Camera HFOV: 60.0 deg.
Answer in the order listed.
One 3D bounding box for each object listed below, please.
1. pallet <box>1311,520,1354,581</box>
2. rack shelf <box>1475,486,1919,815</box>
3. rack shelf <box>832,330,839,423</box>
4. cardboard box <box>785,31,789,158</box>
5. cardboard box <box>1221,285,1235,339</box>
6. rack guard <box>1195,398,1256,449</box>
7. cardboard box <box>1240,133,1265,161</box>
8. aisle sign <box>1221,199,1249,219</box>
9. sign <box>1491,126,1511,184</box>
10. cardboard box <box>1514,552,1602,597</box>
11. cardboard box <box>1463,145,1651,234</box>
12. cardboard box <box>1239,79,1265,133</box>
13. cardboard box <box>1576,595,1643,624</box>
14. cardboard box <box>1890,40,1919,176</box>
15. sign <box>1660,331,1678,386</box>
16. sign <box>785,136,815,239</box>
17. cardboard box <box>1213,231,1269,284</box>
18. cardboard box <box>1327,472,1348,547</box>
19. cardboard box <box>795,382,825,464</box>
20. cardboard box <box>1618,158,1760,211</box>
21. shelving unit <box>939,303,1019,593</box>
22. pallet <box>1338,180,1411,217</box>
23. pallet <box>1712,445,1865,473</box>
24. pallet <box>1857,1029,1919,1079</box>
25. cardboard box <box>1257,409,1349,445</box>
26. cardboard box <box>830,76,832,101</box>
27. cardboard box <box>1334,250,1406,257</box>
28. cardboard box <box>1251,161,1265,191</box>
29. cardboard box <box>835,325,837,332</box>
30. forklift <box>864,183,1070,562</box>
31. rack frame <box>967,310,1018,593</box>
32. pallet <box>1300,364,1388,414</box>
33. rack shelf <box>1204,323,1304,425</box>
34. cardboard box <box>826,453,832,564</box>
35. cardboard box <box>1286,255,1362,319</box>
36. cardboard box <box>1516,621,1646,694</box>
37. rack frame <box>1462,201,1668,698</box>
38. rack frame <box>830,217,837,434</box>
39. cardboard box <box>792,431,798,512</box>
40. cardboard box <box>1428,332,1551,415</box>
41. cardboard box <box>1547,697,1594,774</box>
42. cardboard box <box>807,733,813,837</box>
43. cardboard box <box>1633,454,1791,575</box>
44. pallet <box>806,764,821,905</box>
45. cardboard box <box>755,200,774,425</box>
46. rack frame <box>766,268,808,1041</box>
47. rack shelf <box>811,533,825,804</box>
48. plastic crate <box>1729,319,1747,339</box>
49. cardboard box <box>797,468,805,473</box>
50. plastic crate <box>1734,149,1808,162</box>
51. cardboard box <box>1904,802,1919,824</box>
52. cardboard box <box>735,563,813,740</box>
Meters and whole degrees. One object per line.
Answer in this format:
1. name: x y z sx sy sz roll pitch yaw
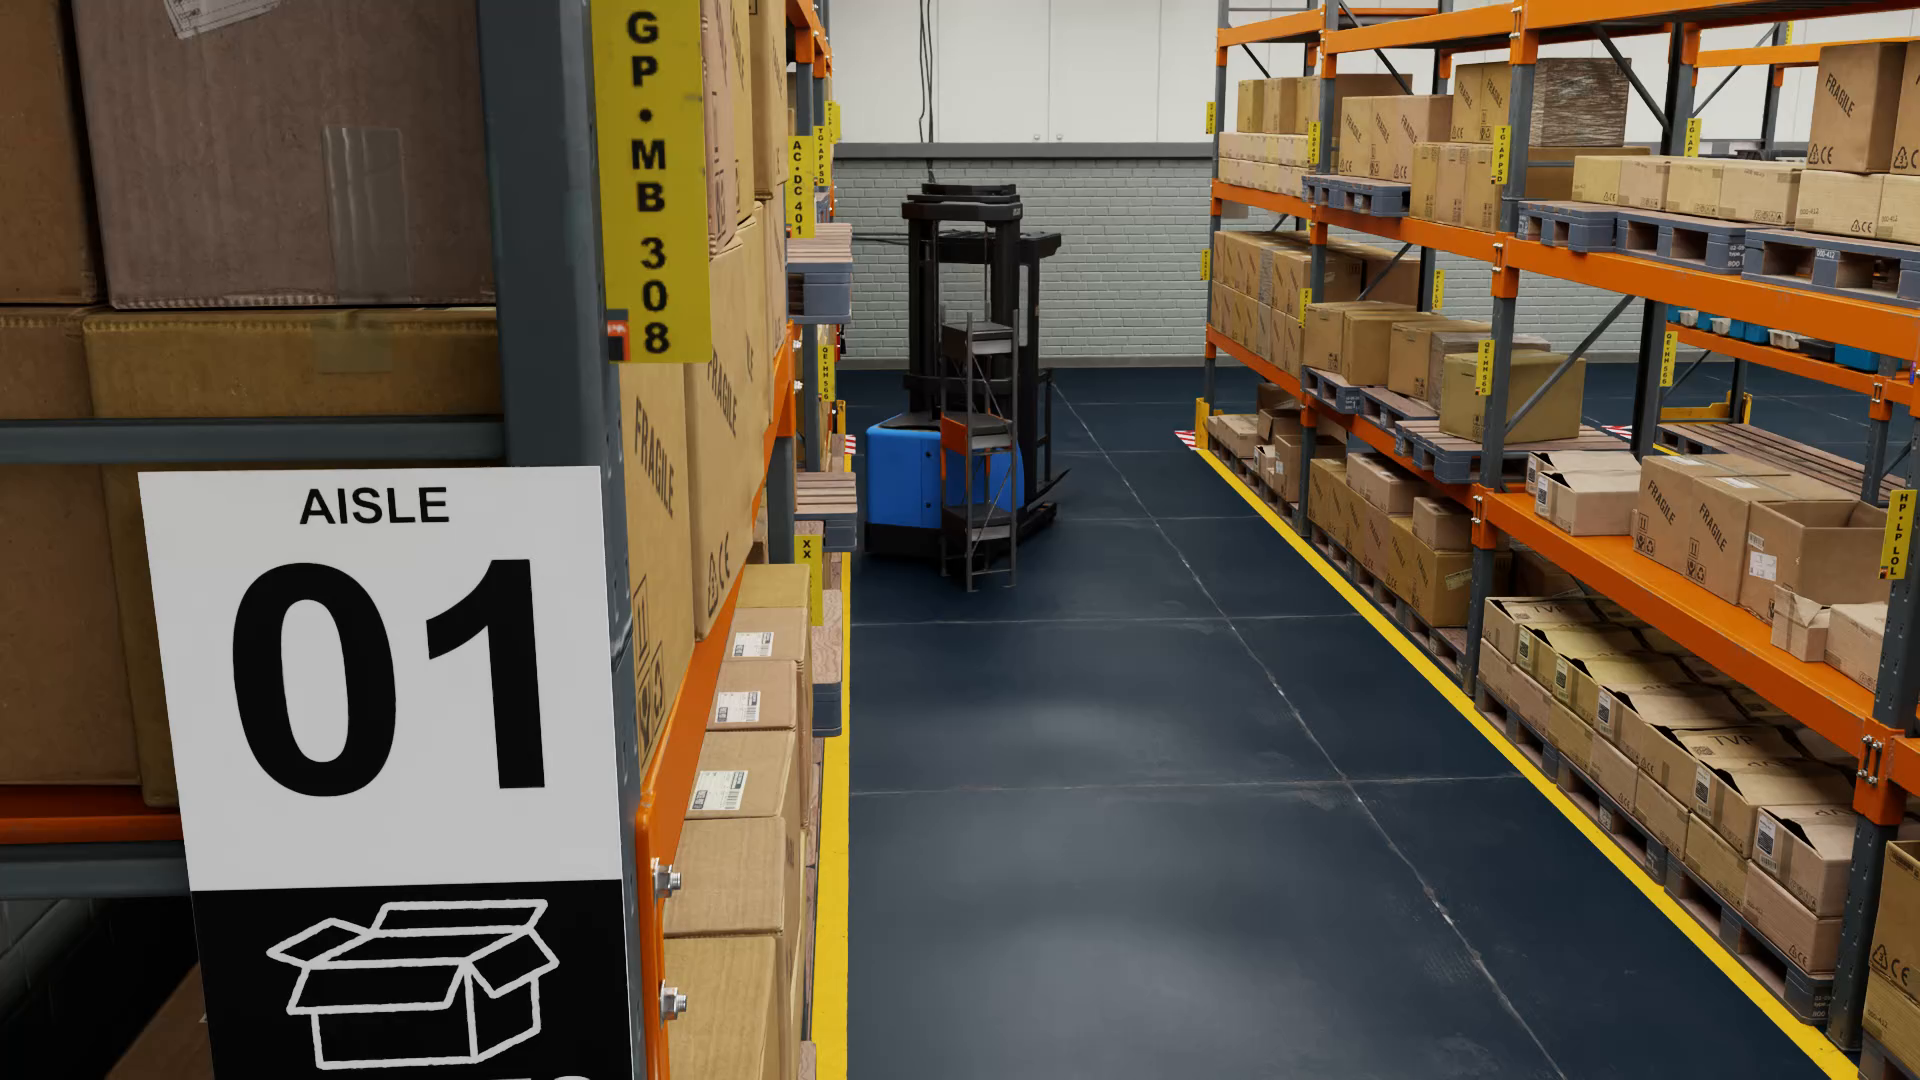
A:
1. pallet: 3.472 0.056 13.386 1.003 0.211 1.213 -1 14 -3
2. rack shelf: 3.755 0.344 8.112 1.077 0.370 4.000 -1 14 -3
3. rack shelf: -1.684 -1.568 15.544 1.077 0.370 4.000 -1 14 -3
4. cardboard box: -0.763 -1.304 4.807 0.500 0.500 0.500 -2 15 -8
5. cardboard box: 2.937 -2.297 16.733 0.500 0.500 0.500 -1 14 -4
6. rack guard: 3.140 -1.262 17.926 1.175 0.500 0.348 -1 14 -3
7. cardboard box: 2.969 -3.733 15.792 0.500 0.250 0.500 -1 14 -3
8. aisle sign: 2.838 -3.763 17.413 0.394 0.787 0.004 -1 14 -3
9. sign: 3.090 -2.197 9.487 0.100 0.325 0.005 -1 14 -3
10. cardboard box: 3.888 0.378 10.669 0.500 0.500 0.500 0 14 -1
11. cardboard box: 3.571 -2.111 9.989 0.910 0.500 0.500 -1 14 -3
12. cardboard box: 3.130 -4.223 16.194 0.700 0.500 0.500 -1 14 -3
13. cardboard box: 3.910 0.482 9.685 0.500 0.311 0.500 -1 14 -2
14. cardboard box: 3.880 -1.607 6.187 0.500 0.500 0.500 -1 14 -3
15. sign: 4.185 -1.072 9.848 0.100 0.325 0.005 -1 14 -3
16. sign: -0.524 -1.143 5.390 0.100 0.325 0.005 -1 14 -3
17. cardboard box: 2.900 -2.909 17.107 0.500 0.500 0.500 0 14 -2
18. cardboard box: 3.214 -0.242 13.082 0.500 0.500 0.500 -1 14 -3
19. cardboard box: -1.087 -0.751 10.088 0.500 0.500 0.500 0 14 -2
20. cardboard box: 3.766 -1.843 8.607 0.500 0.250 0.500 0 14 -2
21. shelving unit: 0.139 -0.697 12.521 0.431 2.100 0.503 -6 16 -23
22. pallet: 3.421 -2.437 11.835 1.213 0.211 1.003 -1 14 -3
23. pallet: 8.165 -0.708 16.354 1.003 0.211 1.213 -1 14 -3
24. pallet: 3.887 2.042 5.665 1.003 0.211 1.213 -1 14 -3
25. cardboard box: 3.262 -0.968 15.894 0.797 0.503 0.637 -1 14 -3
26. cardboard box: -1.430 -3.977 15.195 0.500 0.500 0.500 -2 15 -6
27. cardboard box: 3.603 -2.279 14.656 0.500 0.500 0.500 -1 14 -5
28. cardboard box: 3.002 -3.366 15.371 0.500 0.250 0.500 -1 14 -3
29. cardboard box: -1.767 -2.432 16.858 0.980 0.700 0.700 0 14 -1
30. forklift: 0.212 -1.566 14.232 1.130 2.935 3.031 5 15 19
31. rack frame: 0.237 -0.641 12.305 0.400 2.100 0.015 -6 16 -23
32. pallet: 3.324 -1.203 13.067 1.003 0.211 1.213 -1 14 -3
33. rack shelf: 3.260 -1.645 15.845 1.077 0.370 4.000 -1 14 -3
34. cardboard box: -1.332 -0.200 12.257 0.750 0.750 0.750 0 14 -2
35. cardboard box: 3.094 -2.151 14.158 0.500 0.500 0.500 -1 14 -3
36. cardboard box: 3.412 0.620 9.145 0.500 0.311 0.500 -1 14 -5
37. rack frame: 3.631 -0.501 9.956 1.000 3.000 0.127 -1 14 -3
38. rack frame: -1.808 -2.414 17.388 1.000 3.000 0.127 -1 14 -3
39. cardboard box: -1.212 -0.430 8.595 0.700 0.500 0.500 -2 15 -9
40. cardboard box: 3.614 -1.139 11.388 0.700 0.500 0.500 2 15 7
41. cardboard box: 3.441 1.016 8.734 0.500 0.250 0.500 -1 14 -5
42. cardboard box: -0.733 0.747 5.365 0.500 0.250 0.500 -1 14 -3
43. cardboard box: 3.752 -0.133 8.322 0.500 0.500 0.500 -2 15 -6
44. pallet: -1.193 1.423 8.070 1.003 0.211 1.213 -1 14 -3
45. cardboard box: -0.696 -0.555 3.903 0.500 0.500 0.500 -1 15 -6
46. rack frame: -1.065 0.571 5.788 1.000 3.000 0.127 -1 14 -3
47. rack shelf: -1.189 0.422 7.811 1.077 0.370 4.000 -1 14 -3
48. plastic crate: 7.848 -2.121 16.464 0.416 0.233 0.300 -1 14 -3
49. cardboard box: -1.102 -0.398 10.016 0.380 0.149 0.250 -1 14 -4
50. plastic crate: 7.900 -3.605 16.123 0.504 0.338 0.767 -1 14 -3
51. cardboard box: 4.102 1.243 6.724 0.500 0.311 0.500 -1 14 -3
52. cardboard box: -0.727 0.383 5.273 0.500 0.500 0.500 -1 14 -4
